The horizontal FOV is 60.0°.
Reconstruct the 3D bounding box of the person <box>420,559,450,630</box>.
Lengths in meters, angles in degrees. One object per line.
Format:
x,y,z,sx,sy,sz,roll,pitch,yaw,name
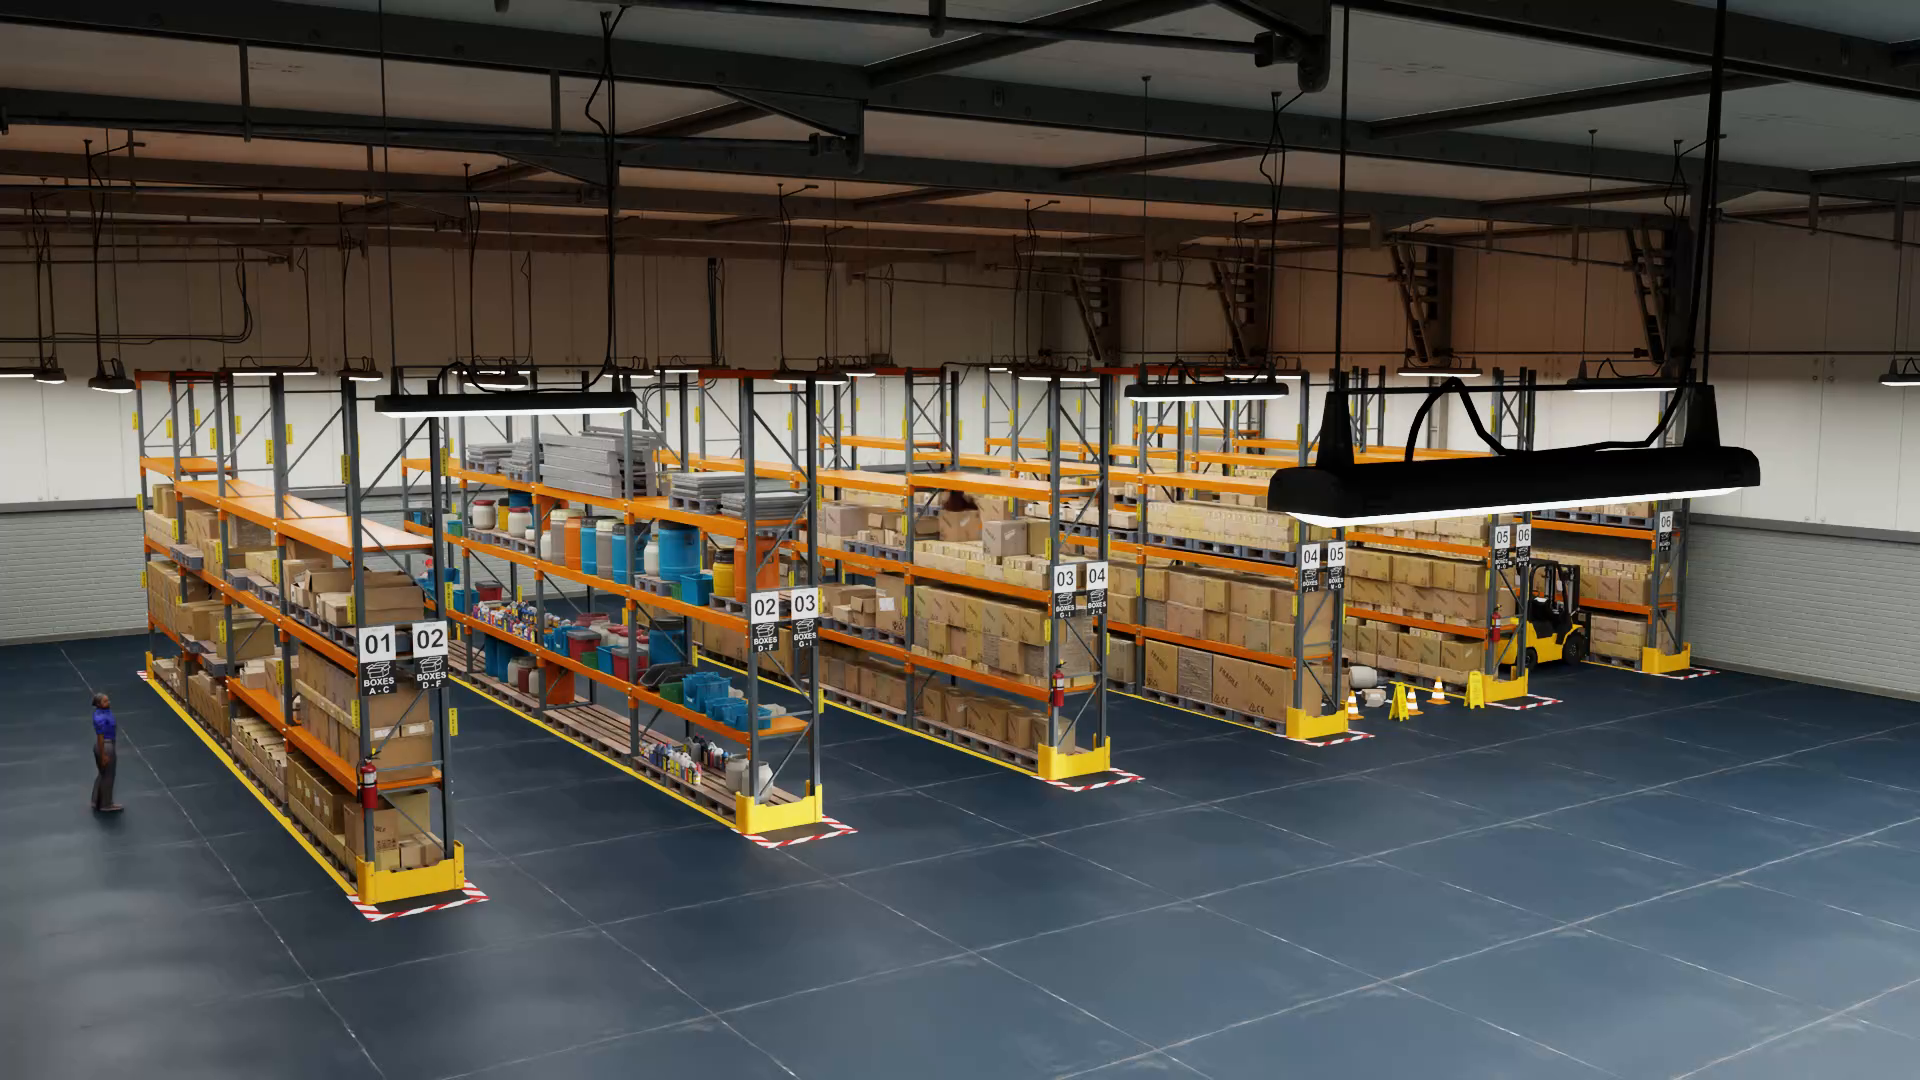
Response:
-11.666,1.283,36.939,1.050,1.733,0.617,2,7,17,person

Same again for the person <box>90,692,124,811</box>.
-11.805,2.927,22.955,0.369,1.690,0.517,-6,9,-41,person
